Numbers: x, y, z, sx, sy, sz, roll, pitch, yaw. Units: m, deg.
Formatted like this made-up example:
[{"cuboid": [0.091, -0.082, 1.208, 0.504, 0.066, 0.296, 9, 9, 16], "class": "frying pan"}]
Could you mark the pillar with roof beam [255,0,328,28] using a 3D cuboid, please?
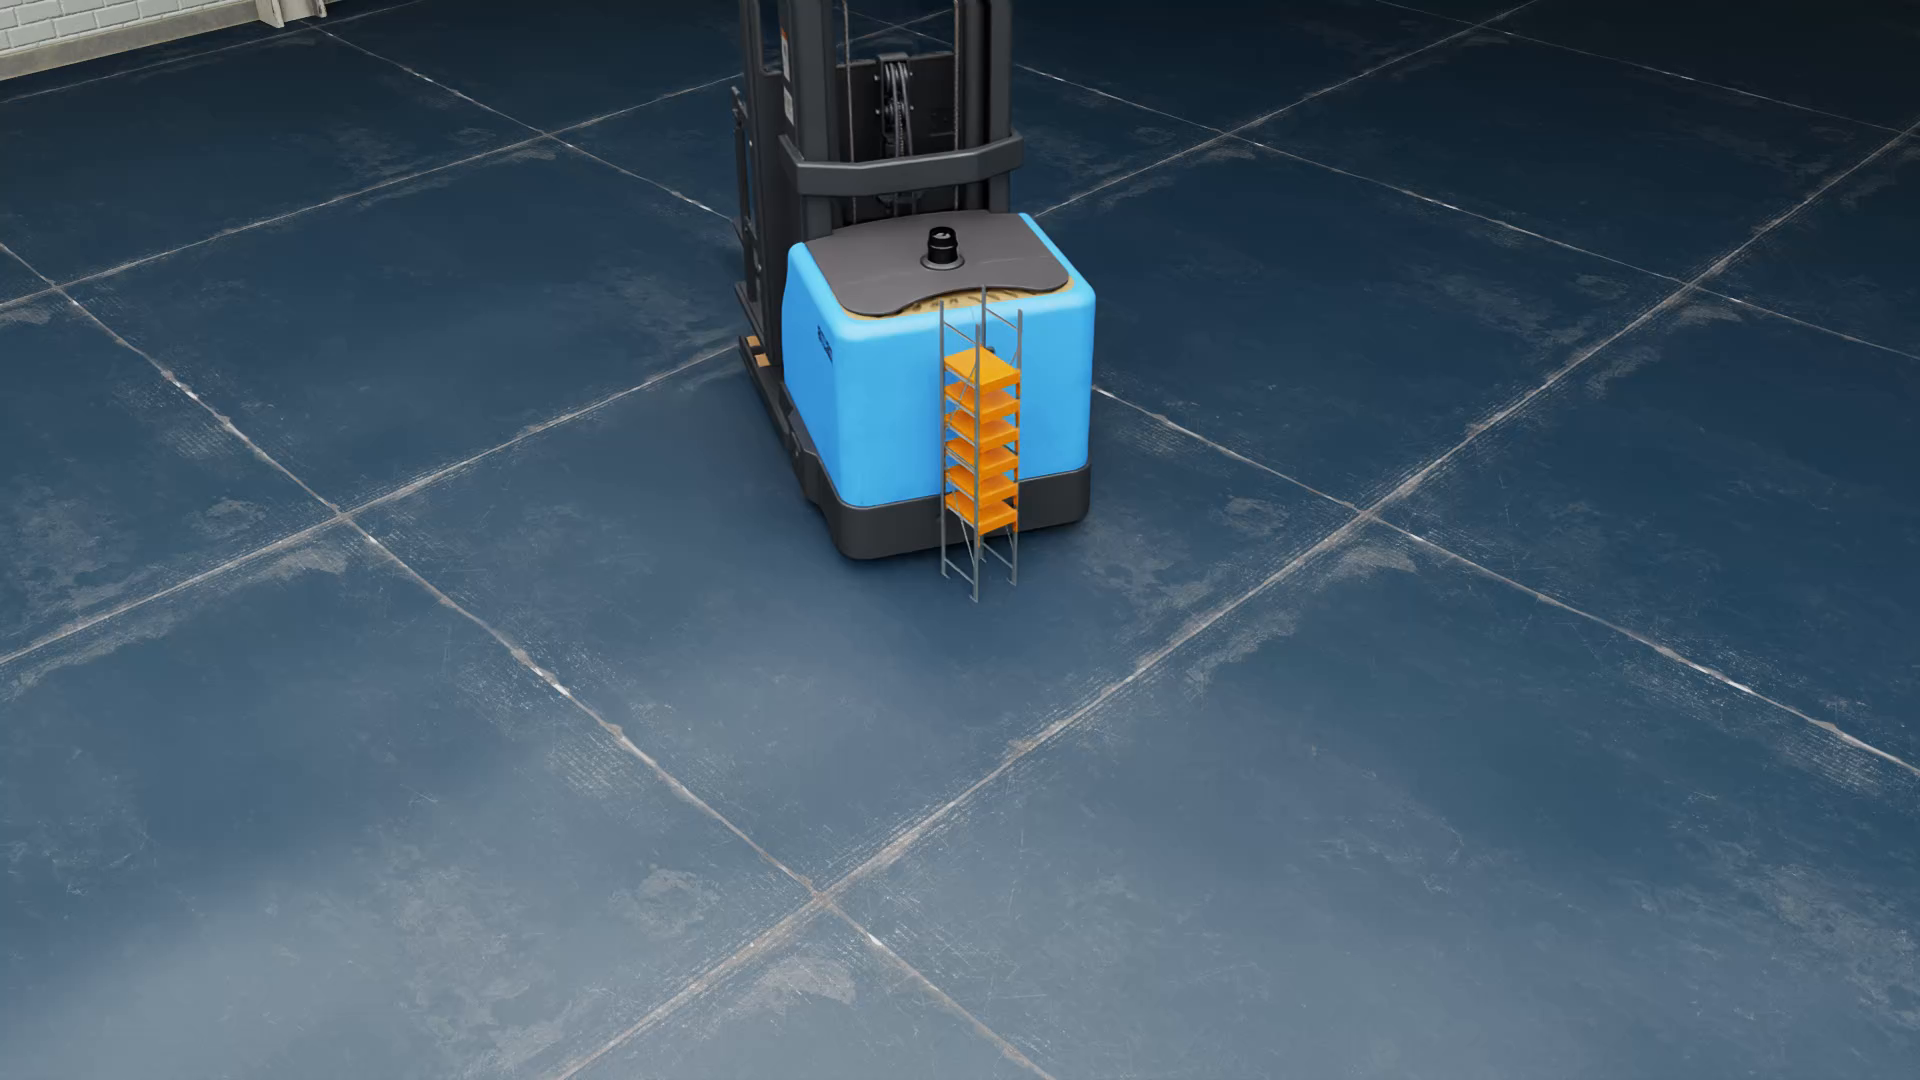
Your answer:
[{"cuboid": [-1.876, -5.821, 7.230, 9.100, 9.000, 0.400, 30, 45, 35], "class": "pillar with roof beam"}]

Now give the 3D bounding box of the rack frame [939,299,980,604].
[{"cuboid": [-0.002, -0.304, 6.136, 0.006, 1.200, 0.240, -22, 40, -28], "class": "rack frame"}]

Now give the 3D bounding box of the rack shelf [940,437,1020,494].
[{"cuboid": [0.073, -0.297, 6.205, 0.180, 0.103, 0.258, -22, 40, -28], "class": "rack shelf"}]

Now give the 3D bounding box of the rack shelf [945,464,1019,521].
[{"cuboid": [0.073, -0.199, 6.273, 0.180, 0.103, 0.258, -22, 40, -28], "class": "rack shelf"}]

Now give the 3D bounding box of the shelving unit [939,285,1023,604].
[{"cuboid": [0.073, -0.334, 6.179, 0.189, 1.200, 0.258, -22, 40, -28], "class": "shelving unit"}]

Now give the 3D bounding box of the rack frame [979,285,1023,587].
[{"cuboid": [0.148, -0.363, 6.222, 0.006, 1.200, 0.240, -22, 40, -28], "class": "rack frame"}]

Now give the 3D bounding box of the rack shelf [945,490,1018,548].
[{"cuboid": [0.073, -0.100, 6.342, 0.180, 0.103, 0.258, -22, 40, -28], "class": "rack shelf"}]

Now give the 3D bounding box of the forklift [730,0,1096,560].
[{"cuboid": [-0.411, -1.966, 7.007, 1.130, 2.935, 3.031, -11, 36, -15], "class": "forklift"}]

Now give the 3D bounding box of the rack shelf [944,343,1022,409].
[{"cuboid": [0.073, -0.592, 5.999, 0.180, 0.103, 0.258, -22, 40, -28], "class": "rack shelf"}]

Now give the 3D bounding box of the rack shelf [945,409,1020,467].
[{"cuboid": [0.073, -0.396, 6.136, 0.180, 0.103, 0.258, -22, 40, -28], "class": "rack shelf"}]

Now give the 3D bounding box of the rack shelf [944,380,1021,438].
[{"cuboid": [0.073, -0.494, 6.067, 0.180, 0.103, 0.258, -22, 40, -28], "class": "rack shelf"}]
